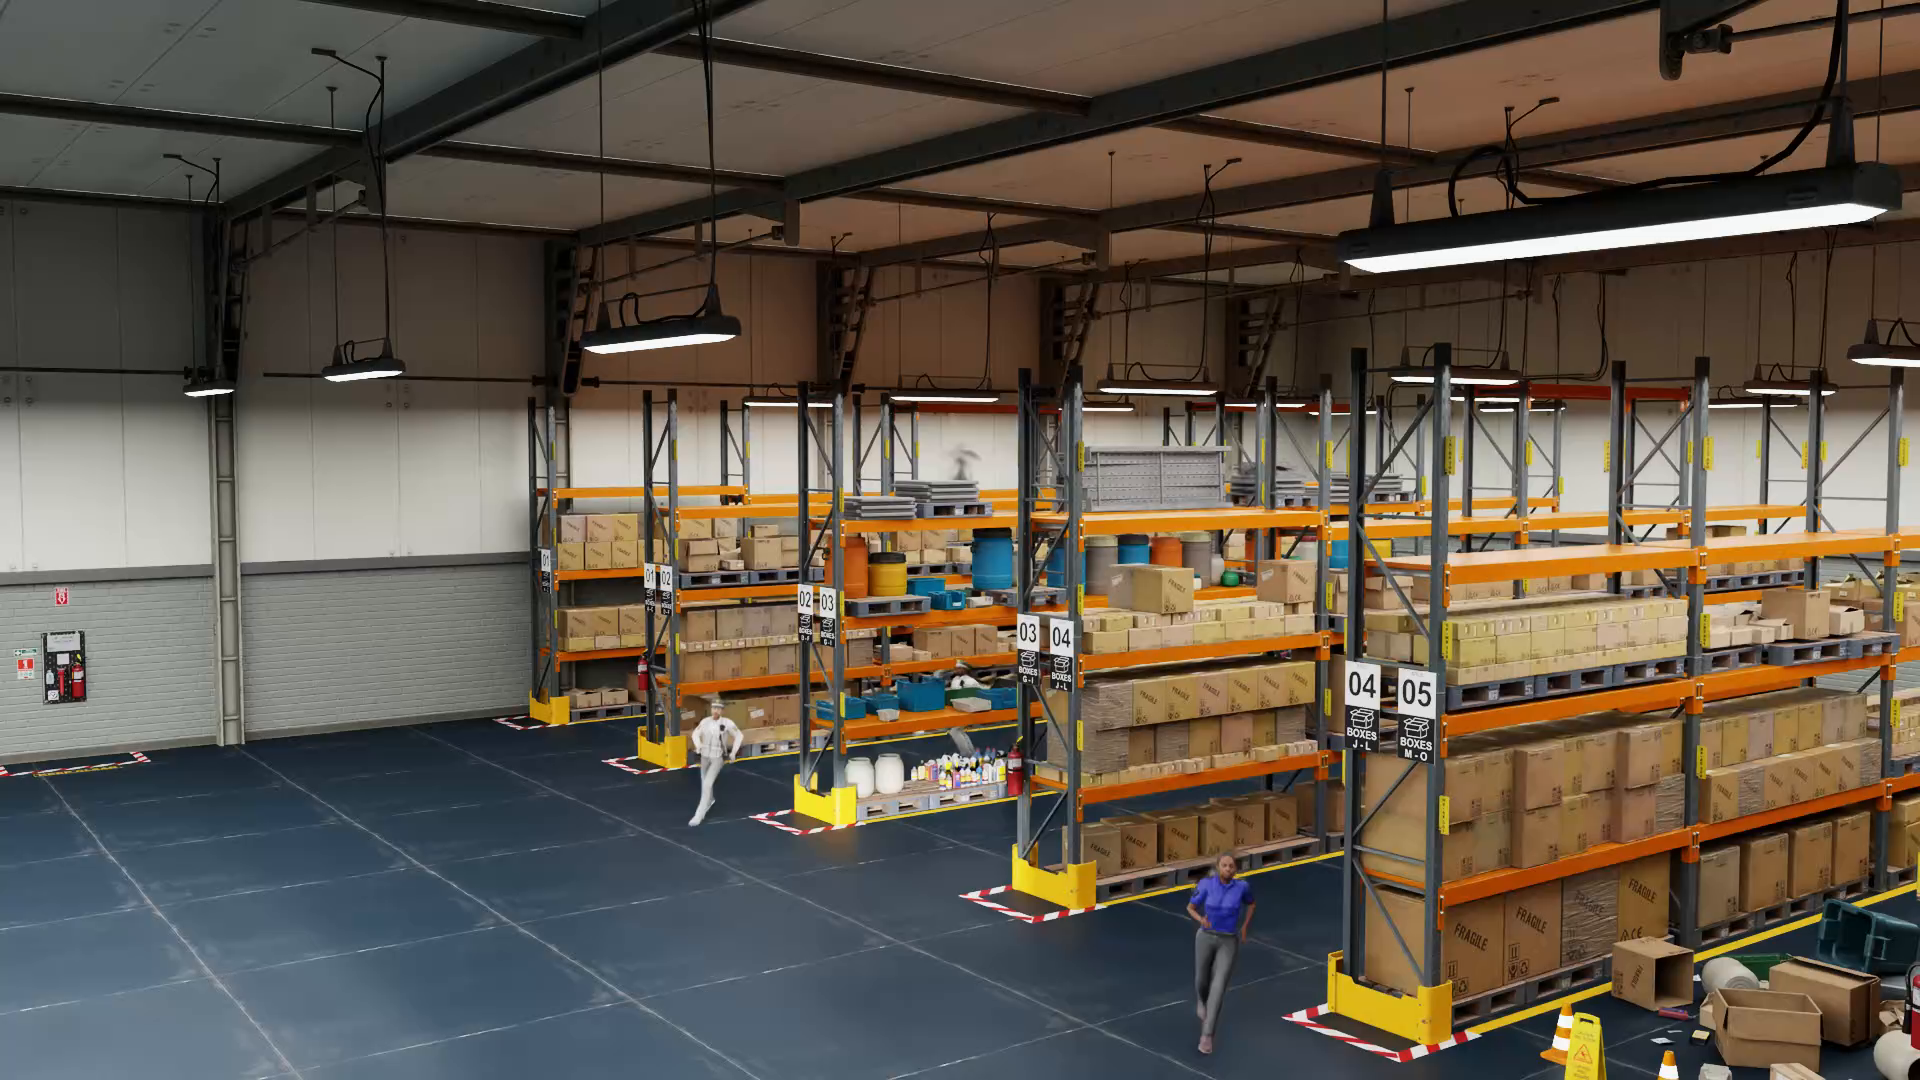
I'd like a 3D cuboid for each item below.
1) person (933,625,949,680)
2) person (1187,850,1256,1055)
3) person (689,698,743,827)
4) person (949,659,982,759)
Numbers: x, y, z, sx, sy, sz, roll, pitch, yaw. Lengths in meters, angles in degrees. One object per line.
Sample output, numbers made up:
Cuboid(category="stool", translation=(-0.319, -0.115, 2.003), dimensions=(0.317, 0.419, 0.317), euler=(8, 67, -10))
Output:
Cuboid(category="person", translation=(-0.376, 2.451, 32.041), dimensions=(0.571, 1.633, 0.550), euler=(-3, 4, -38))
Cuboid(category="person", translation=(2.255, 3.491, 14.356), dimensions=(0.594, 1.646, 0.935), euler=(1, 3, 10))
Cuboid(category="person", translation=(-3.358, 2.984, 22.649), dimensions=(0.680, 1.689, 0.886), euler=(1, 4, 18))
Cuboid(category="person", translation=(0.015, 2.755, 26.583), dimensions=(0.688, 1.698, 0.544), euler=(-2, 4, -36))
